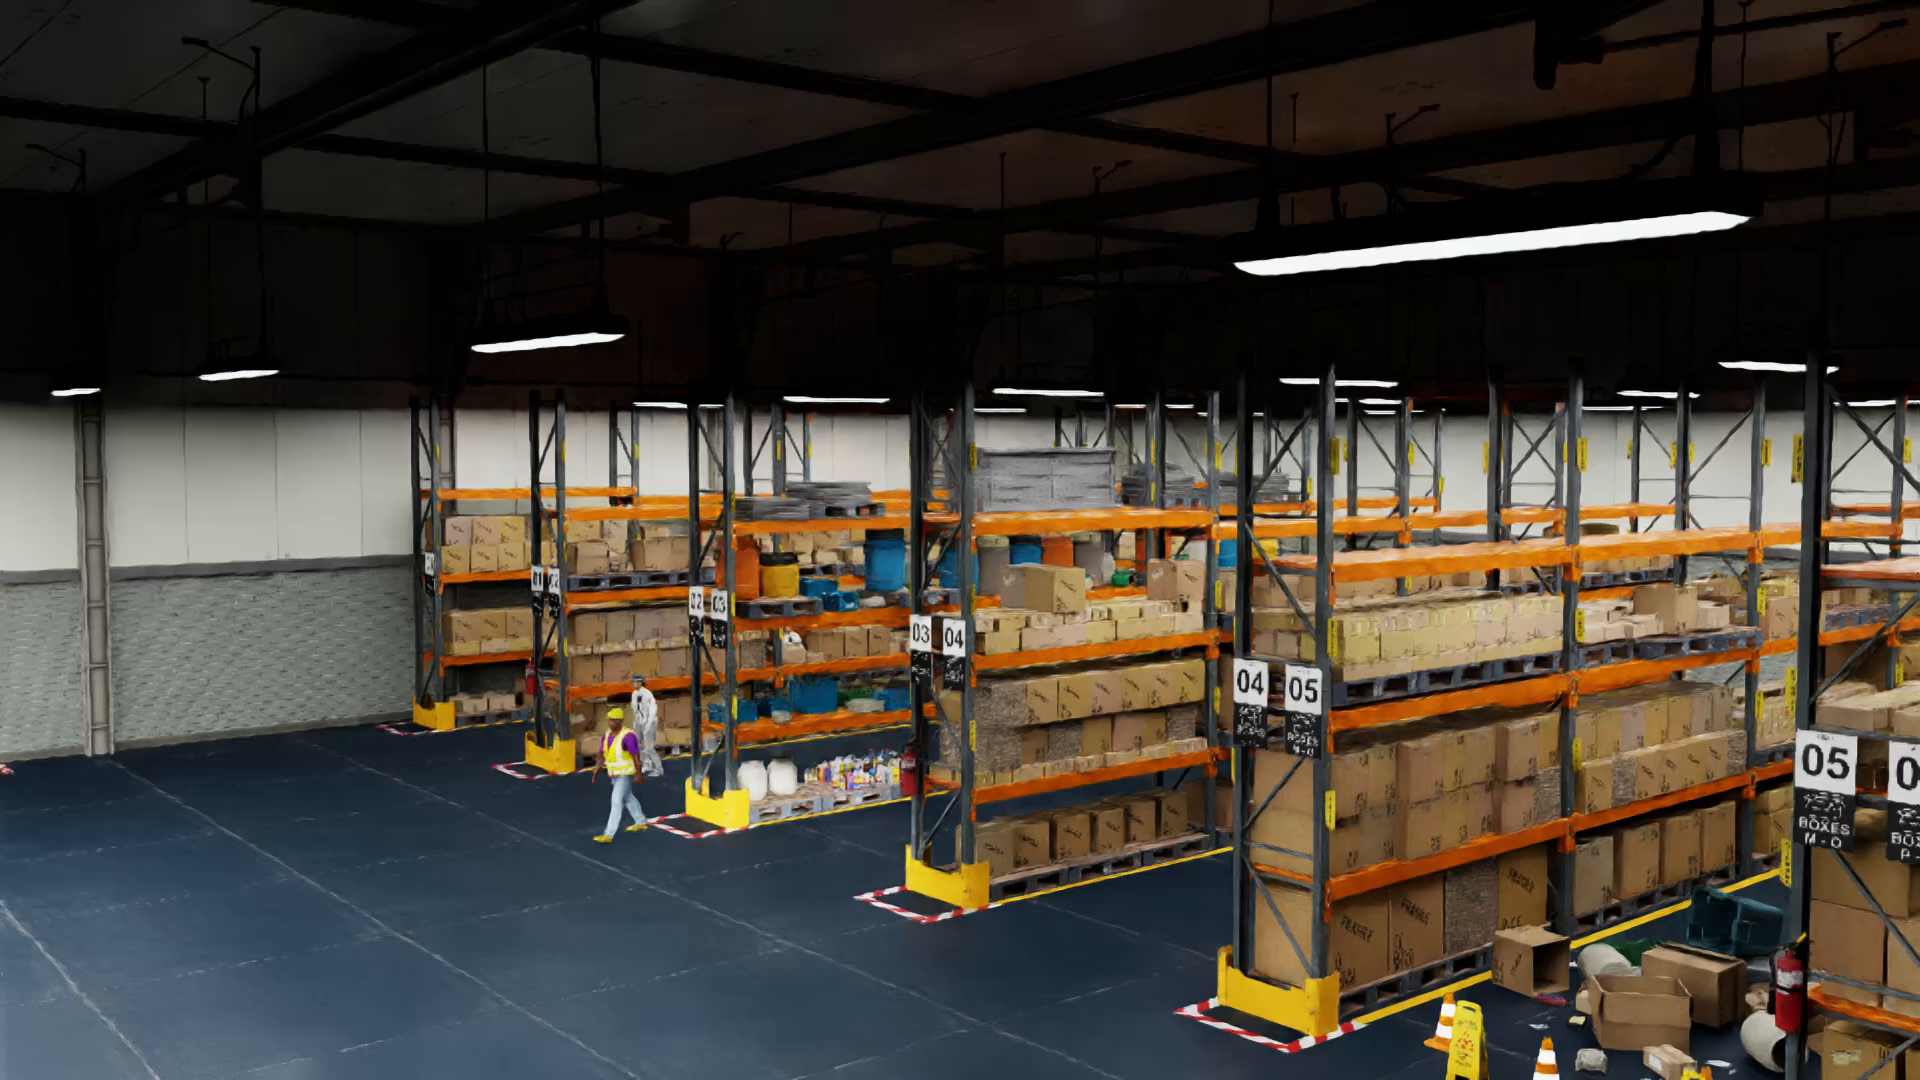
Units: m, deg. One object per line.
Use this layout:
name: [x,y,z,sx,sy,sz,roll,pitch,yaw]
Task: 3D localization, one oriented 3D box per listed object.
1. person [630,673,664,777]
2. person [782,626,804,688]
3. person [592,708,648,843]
person: [-4.867,2.840,25.717,0.506,1.632,0.639,-3,4,-41]
person: [-3.392,2.375,33.284,0.483,1.621,0.995,3,5,42]
person: [-4.460,3.026,21.627,0.569,1.709,1.029,3,5,42]
